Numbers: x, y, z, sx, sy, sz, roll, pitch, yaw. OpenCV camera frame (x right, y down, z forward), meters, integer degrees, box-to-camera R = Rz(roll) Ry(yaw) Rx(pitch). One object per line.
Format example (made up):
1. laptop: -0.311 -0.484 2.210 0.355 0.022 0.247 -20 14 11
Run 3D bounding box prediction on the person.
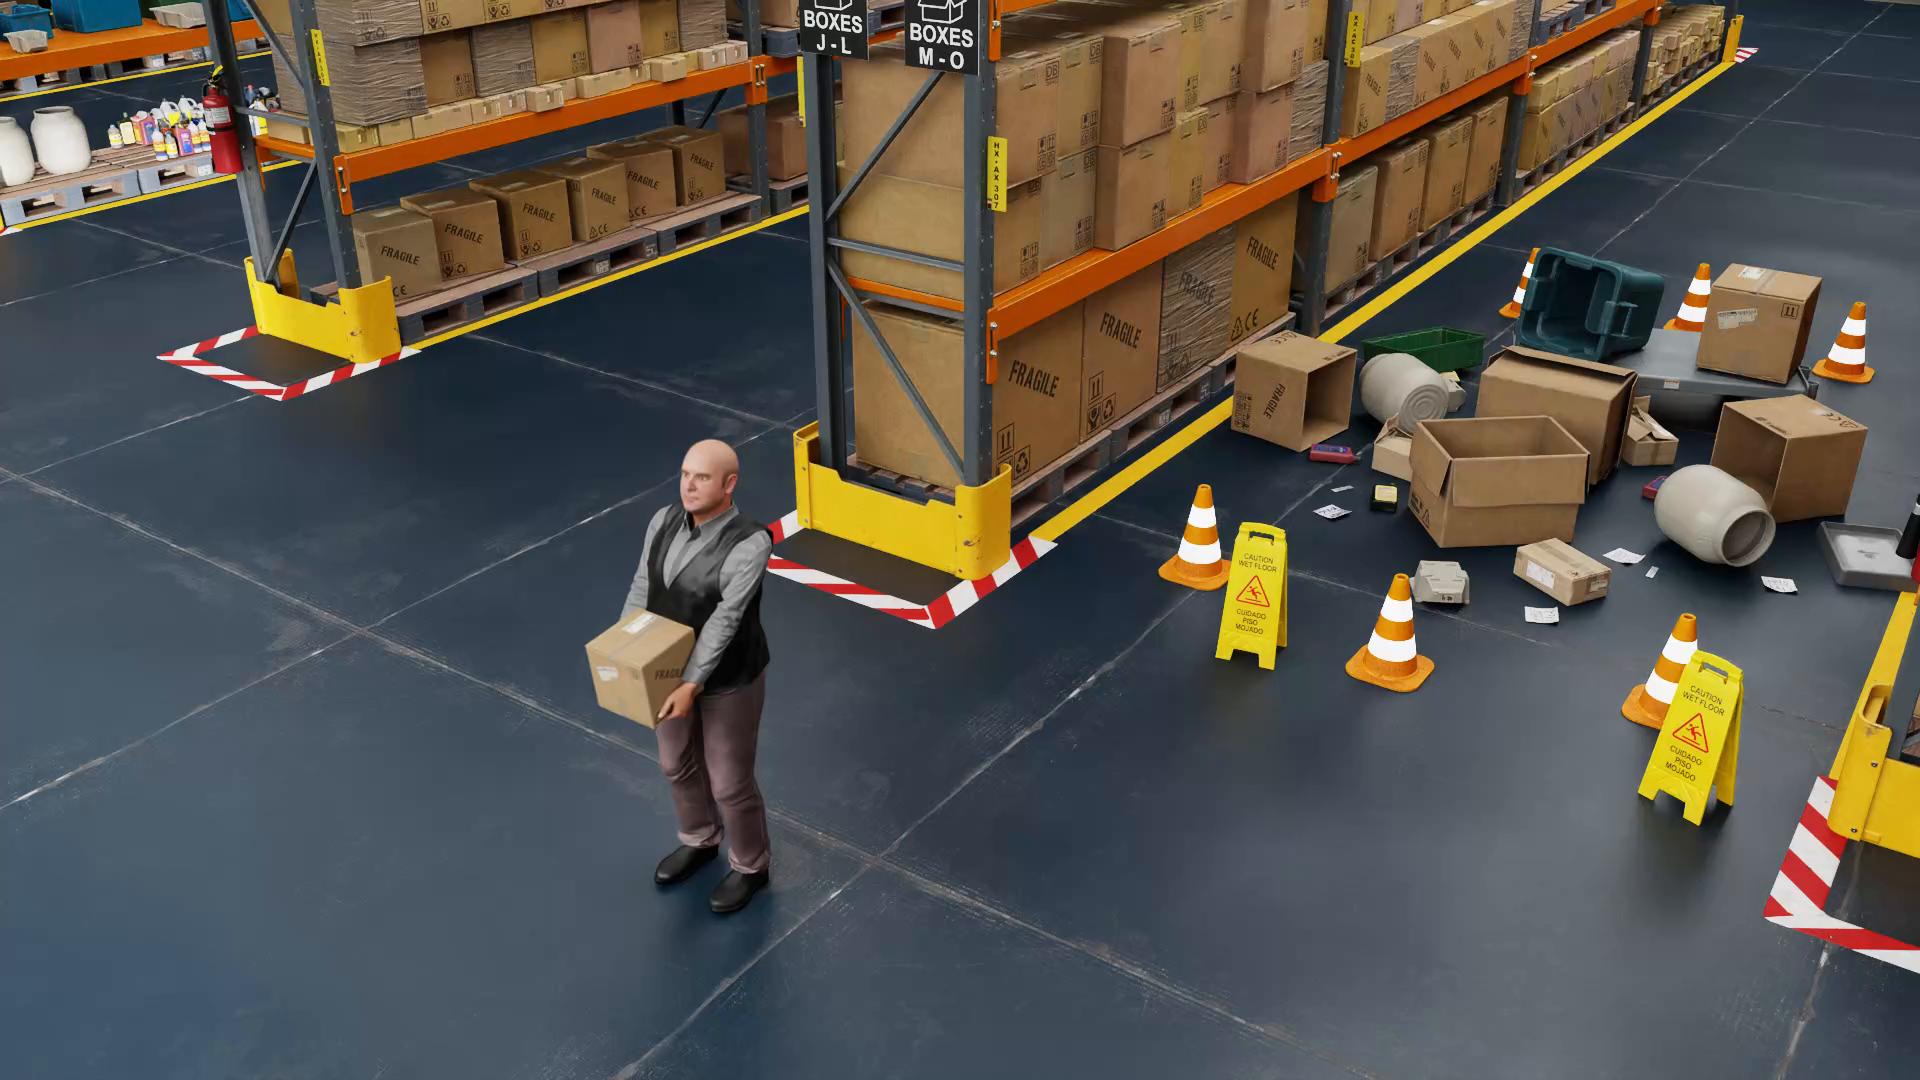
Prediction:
1. person: -0.909 0.502 5.660 0.494 1.711 0.551 17 32 31
